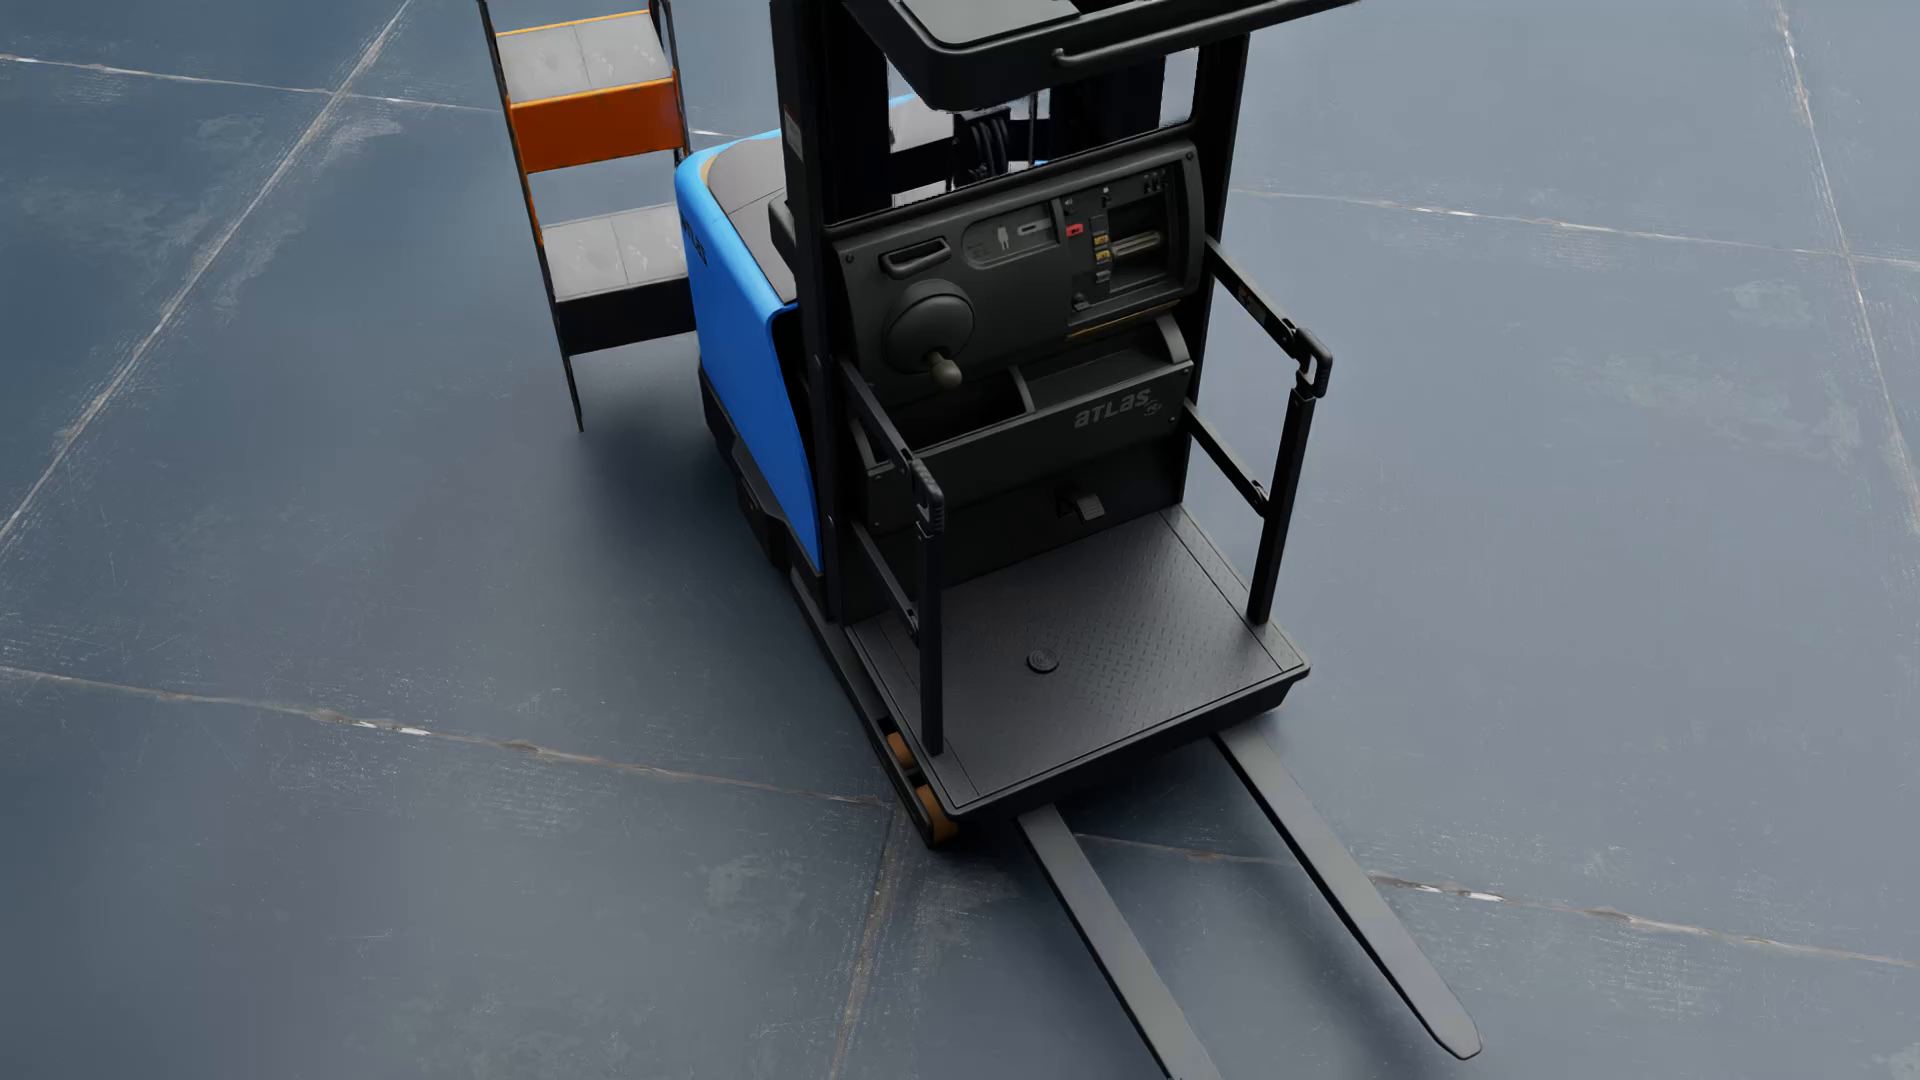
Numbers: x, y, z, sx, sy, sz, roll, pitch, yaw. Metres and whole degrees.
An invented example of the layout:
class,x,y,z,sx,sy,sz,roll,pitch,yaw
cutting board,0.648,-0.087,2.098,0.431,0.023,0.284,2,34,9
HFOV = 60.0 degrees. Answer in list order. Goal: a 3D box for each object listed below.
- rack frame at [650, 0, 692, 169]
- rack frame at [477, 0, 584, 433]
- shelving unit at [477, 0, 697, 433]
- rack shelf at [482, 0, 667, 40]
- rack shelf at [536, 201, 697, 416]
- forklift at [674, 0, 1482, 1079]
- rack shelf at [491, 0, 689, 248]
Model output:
class,x,y,z,sx,sy,sz,roll,pitch,yaw
rack frame,-0.860,-1.313,5.018,0.015,2.100,0.400,-13,49,-11
rack frame,-1.326,-1.205,4.921,0.015,2.100,0.400,-13,49,-11
shelving unit,-1.093,-1.259,4.969,0.503,2.100,0.431,-13,49,-11
rack shelf,-1.093,-1.718,4.459,0.480,0.518,0.431,-13,49,-11
rack shelf,-1.093,-0.782,5.500,0.480,0.518,0.431,-13,49,-11
forklift,0.256,-0.543,3.767,1.130,2.935,3.031,-20,51,-17
rack shelf,-1.093,-1.250,4.980,0.480,0.518,0.431,-13,49,-11
